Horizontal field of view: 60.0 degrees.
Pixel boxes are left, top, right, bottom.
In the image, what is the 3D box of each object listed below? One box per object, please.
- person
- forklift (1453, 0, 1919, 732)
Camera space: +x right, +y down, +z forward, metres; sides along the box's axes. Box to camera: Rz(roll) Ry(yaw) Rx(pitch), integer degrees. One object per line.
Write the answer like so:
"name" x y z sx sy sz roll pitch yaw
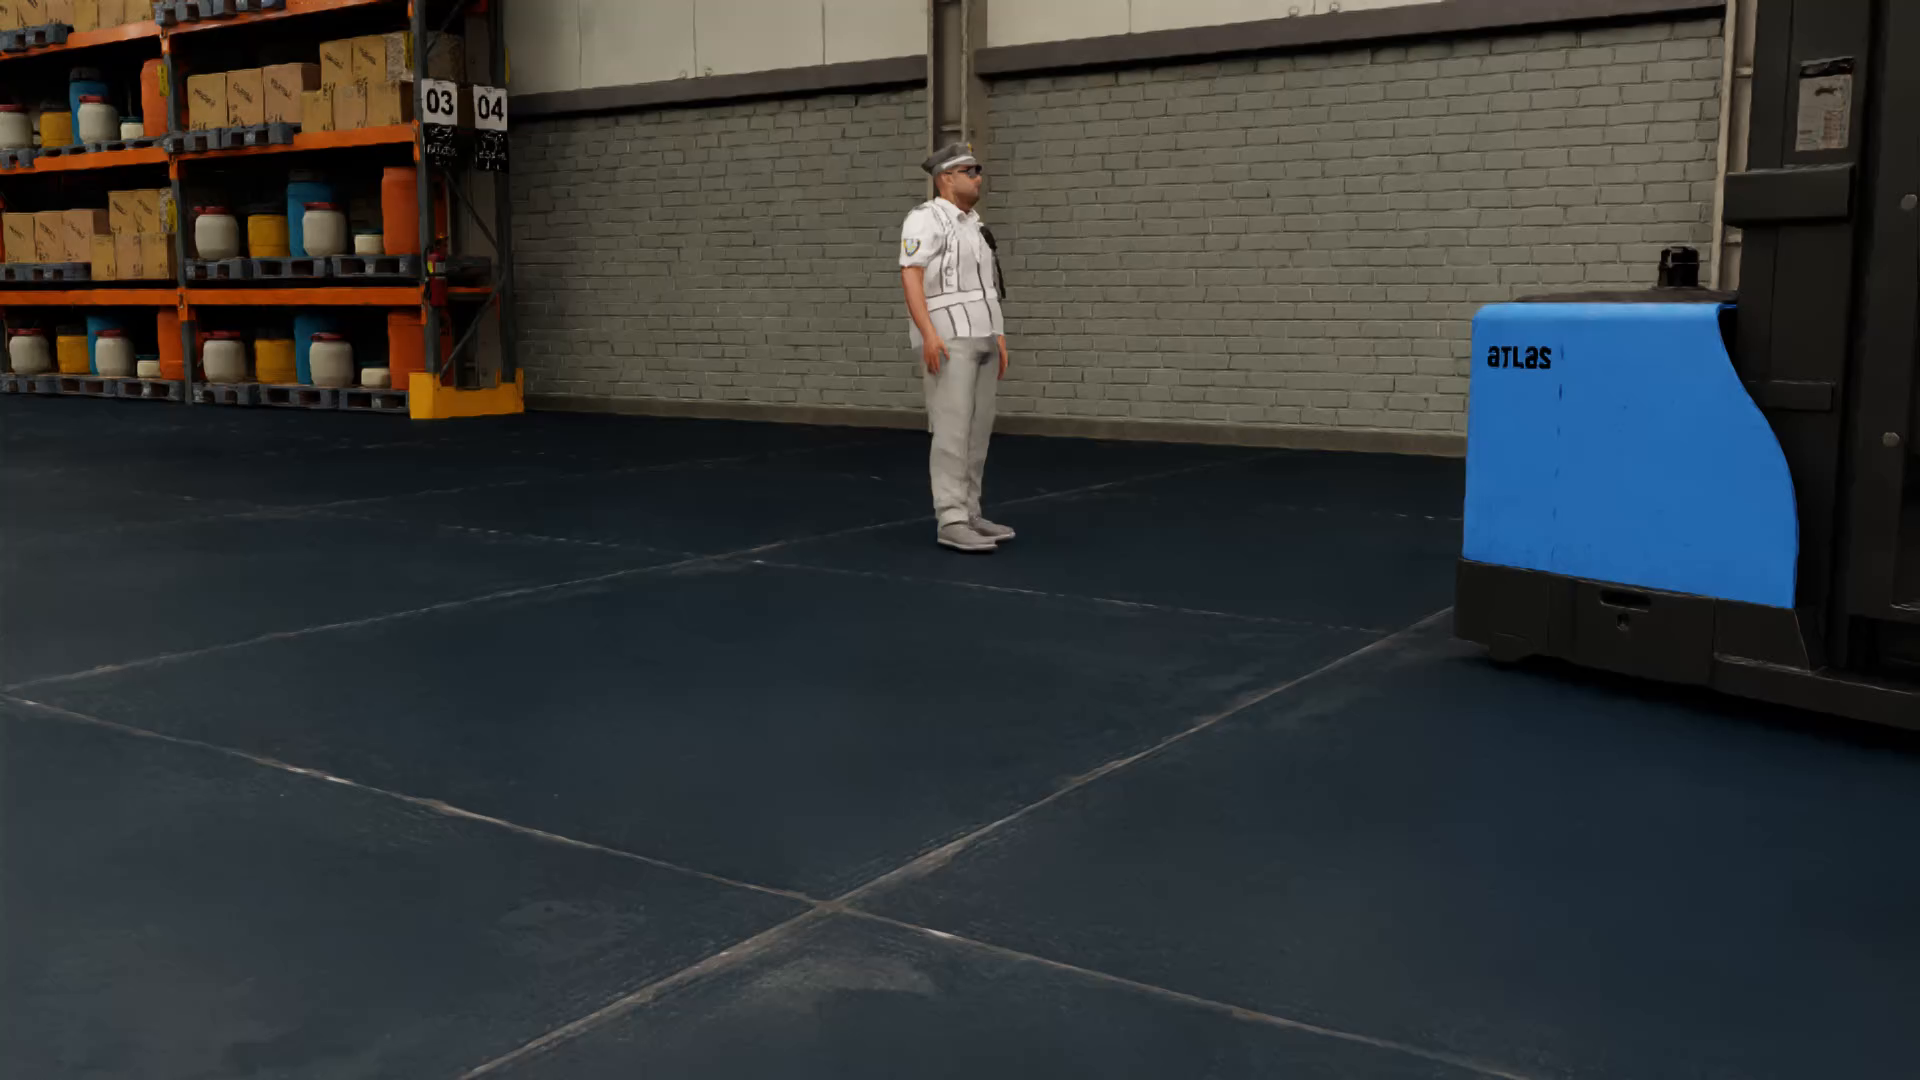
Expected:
"person" 0.058 -0.882 7.424 0.574 1.781 0.640 5 10 34
"forklift" 2.771 -0.961 3.954 1.130 2.935 3.031 -6 10 -36
